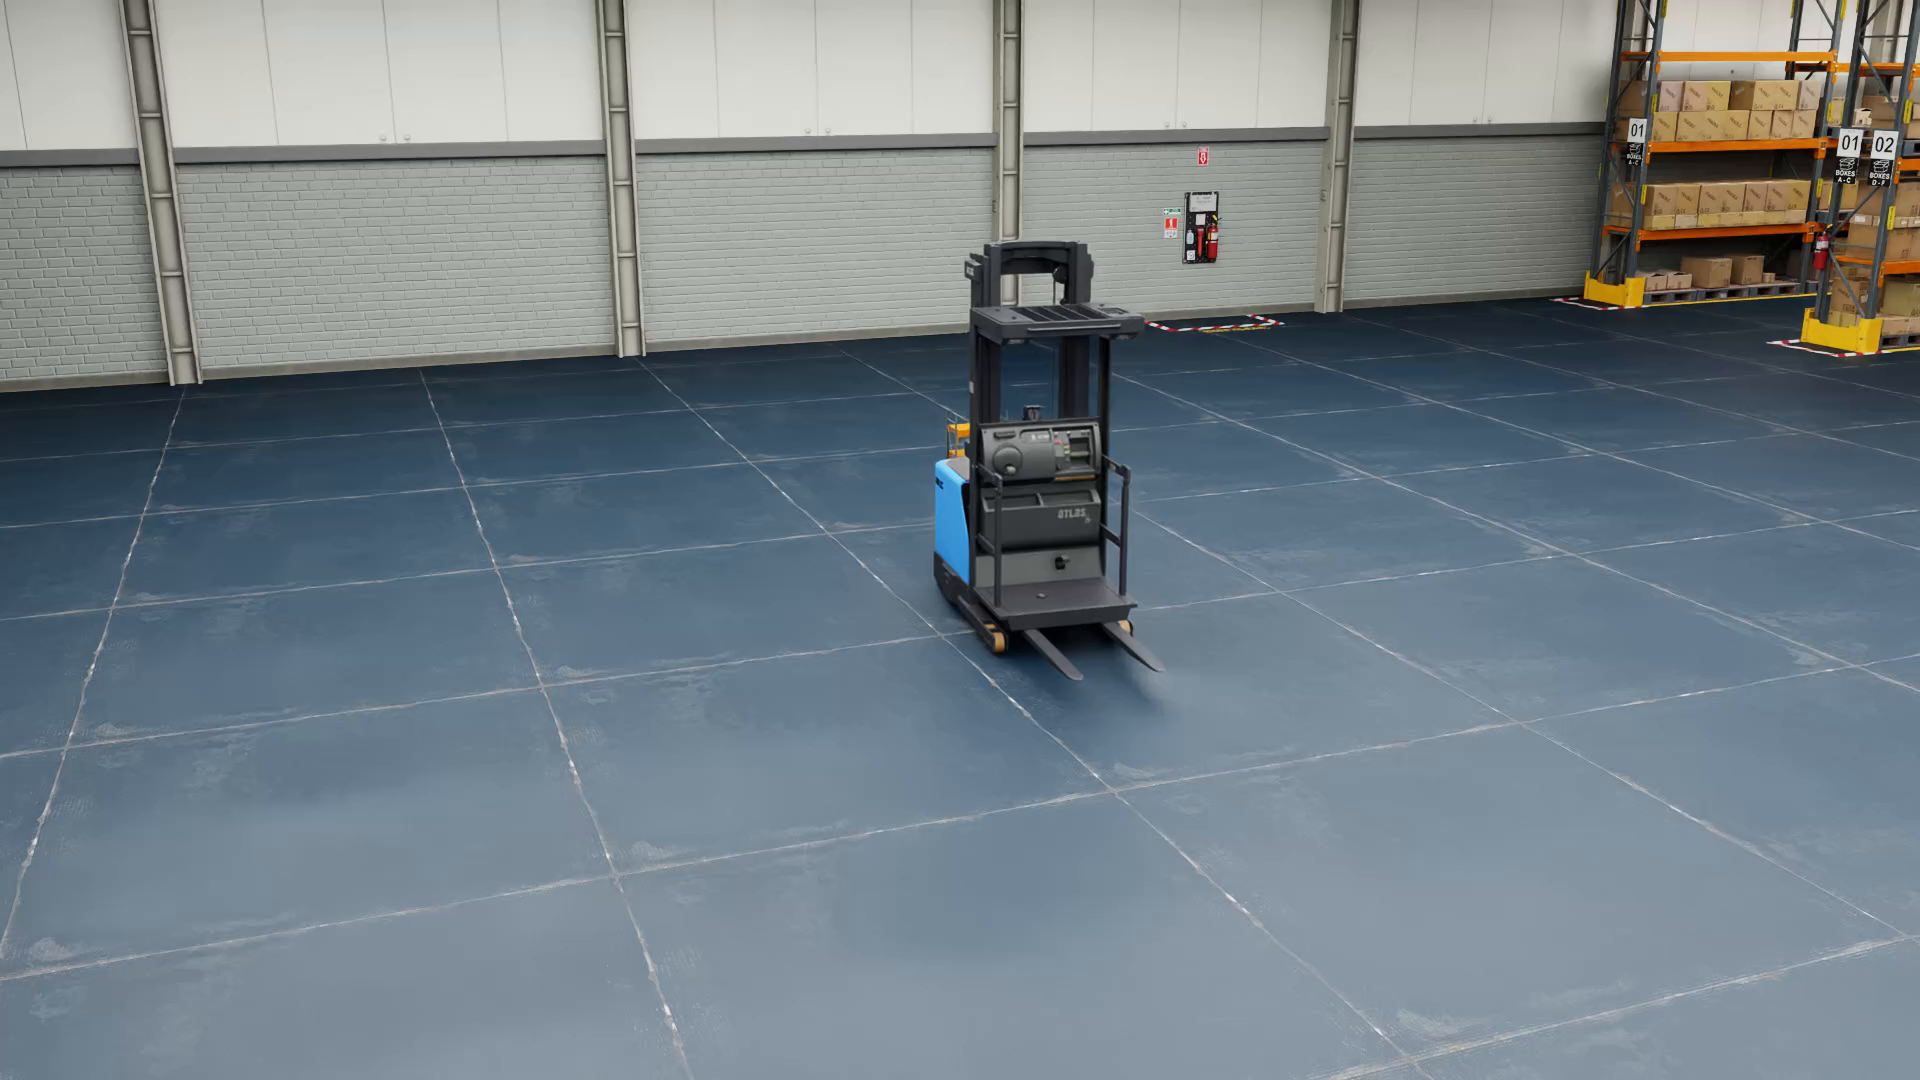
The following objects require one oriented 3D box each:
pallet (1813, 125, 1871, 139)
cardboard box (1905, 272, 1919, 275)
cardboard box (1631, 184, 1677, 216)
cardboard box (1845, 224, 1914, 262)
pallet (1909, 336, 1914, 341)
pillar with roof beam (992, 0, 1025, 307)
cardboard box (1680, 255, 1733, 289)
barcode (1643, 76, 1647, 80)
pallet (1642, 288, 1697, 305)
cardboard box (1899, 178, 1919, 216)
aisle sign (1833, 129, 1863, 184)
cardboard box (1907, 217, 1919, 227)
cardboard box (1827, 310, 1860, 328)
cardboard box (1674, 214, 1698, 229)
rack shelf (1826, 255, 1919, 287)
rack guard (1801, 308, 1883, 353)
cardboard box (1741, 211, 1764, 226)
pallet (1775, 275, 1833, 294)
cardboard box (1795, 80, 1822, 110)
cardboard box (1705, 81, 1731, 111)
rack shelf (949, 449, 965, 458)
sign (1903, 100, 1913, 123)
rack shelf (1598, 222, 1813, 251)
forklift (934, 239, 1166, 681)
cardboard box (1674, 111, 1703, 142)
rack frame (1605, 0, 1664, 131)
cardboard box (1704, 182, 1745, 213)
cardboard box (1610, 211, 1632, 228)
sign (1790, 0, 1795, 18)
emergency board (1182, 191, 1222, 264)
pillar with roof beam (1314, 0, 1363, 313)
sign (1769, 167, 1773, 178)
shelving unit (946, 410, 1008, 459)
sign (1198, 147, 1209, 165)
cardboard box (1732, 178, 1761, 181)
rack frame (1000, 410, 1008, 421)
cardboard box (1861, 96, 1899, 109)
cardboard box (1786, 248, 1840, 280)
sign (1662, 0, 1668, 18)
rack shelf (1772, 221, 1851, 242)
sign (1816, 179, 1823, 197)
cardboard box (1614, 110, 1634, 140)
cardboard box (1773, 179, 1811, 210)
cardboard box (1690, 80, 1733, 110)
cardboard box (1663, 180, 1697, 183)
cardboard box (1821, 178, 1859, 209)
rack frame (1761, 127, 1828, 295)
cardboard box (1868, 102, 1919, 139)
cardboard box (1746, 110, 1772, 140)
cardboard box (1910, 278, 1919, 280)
[{"bbox_3d":[15.953,-7.478,30.401,1.003,0.211,1.213,-6,17,-20],"label":"pallet"},{"bbox_3d":[15.169,-3.918,26.071,0.500,0.500,0.500,-6,17,-20],"label":"cardboard box"},{"bbox_3d":[12.156,-5.958,29.115,0.500,0.500,0.500,-6,17,-20],"label":"cardboard box"},{"bbox_3d":[13.820,-4.480,25.005,0.500,0.500,0.700,-6,17,-20],"label":"cardboard box"},{"bbox_3d":[15.216,-3.261,25.978,1.213,0.211,1.003,-6,17,-20],"label":"pallet"},{"bbox_3d":[2.282,-6.525,21.500,0.400,9.000,9.100,-6,17,-20],"label":"pillar with roof beam"},{"bbox_3d":[13.517,-4.867,30.157,0.500,0.500,0.700,-7,18,-24],"label":"cardboard box"},{"bbox_3d":[12.087,-8.149,29.337,0.075,0.075,0.001,-6,17,-20],"label":"barcode"},{"bbox_3d":[12.445,-4.434,29.973,1.213,0.211,1.003,-6,17,-20],"label":"pallet"},{"bbox_3d":[14.358,-5.162,25.026,0.500,0.500,0.700,-7,18,-22],"label":"cardboard box"},{"bbox_3d":[13.213,-5.706,24.745,0.004,0.787,0.394,-6,17,-20],"label":"aisle sign"},{"bbox_3d":[14.068,-4.758,24.800,0.250,0.149,0.380,-7,18,-22],"label":"cardboard box"},{"bbox_3d":[13.774,-3.402,25.647,0.500,0.250,0.500,-6,17,-20],"label":"cardboard box"},{"bbox_3d":[12.652,-5.651,29.400,0.500,0.250,0.500,-7,18,-22],"label":"cardboard box"},{"bbox_3d":[15.247,-4.245,25.658,4.000,0.370,1.077,-6,17,-20],"label":"rack shelf"},{"bbox_3d":[13.357,-3.187,25.214,0.348,0.500,1.175,-6,17,-20],"label":"rack guard"},{"bbox_3d":[14.072,-5.802,29.915,0.500,0.250,0.500,-6,17,-20],"label":"cardboard box"},{"bbox_3d":[16.065,-4.836,31.342,1.213,0.211,1.003,-6,17,-20],"label":"pallet"},{"bbox_3d":[14.967,-7.949,29.685,0.500,0.500,0.500,-8,18,-25],"label":"cardboard box"},{"bbox_3d":[13.011,-7.735,28.954,0.500,0.500,0.500,-6,17,-19],"label":"cardboard box"},{"bbox_3d":[0.155,-0.742,15.094,0.480,0.148,0.258,-6,17,-20],"label":"rack shelf"},{"bbox_3d":[13.572,-6.138,23.814,0.005,0.325,0.100,-6,17,-20],"label":"sign"},{"bbox_3d":[13.471,-5.548,30.095,4.000,0.370,1.077,-6,17,-20],"label":"rack shelf"},{"bbox_3d":[0.677,-0.680,12.365,1.130,2.935,3.031,-5,17,-15],"label":"forklift"},{"bbox_3d":[12.519,-7.201,28.911,0.500,0.500,0.500,-5,17,-16],"label":"cardboard box"},{"bbox_3d":[11.603,-8.570,28.462,0.127,3.000,1.000,-6,17,-20],"label":"rack frame"},{"bbox_3d":[13.584,-6.111,29.635,0.500,0.500,0.500,-6,17,-18],"label":"cardboard box"},{"bbox_3d":[11.970,-5.727,29.660,0.500,0.250,0.500,-6,17,-19],"label":"cardboard box"},{"bbox_3d":[15.134,-9.643,30.177,0.005,0.325,0.100,-6,17,-20],"label":"sign"},{"bbox_3d":[4.023,-5.145,27.448,0.643,1.169,0.194,-6,17,-20],"label":"emergency board"},{"bbox_3d":[7.885,-7.130,23.560,0.400,9.000,9.100,-6,17,-20],"label":"pillar with roof beam"},{"bbox_3d":[15.136,-6.796,31.013,0.005,0.325,0.100,-6,17,-20],"label":"sign"},{"bbox_3d":[0.155,-0.592,15.138,0.503,1.200,0.258,-6,17,-20],"label":"shelving unit"},{"bbox_3d":[3.980,-6.283,27.208,0.199,0.298,0.001,-6,17,-20],"label":"sign"},{"bbox_3d":[14.340,-6.348,30.445,0.500,0.500,0.500,-6,17,-20],"label":"cardboard box"},{"bbox_3d":[0.382,-0.617,15.222,0.015,1.200,0.240,-6,17,-20],"label":"rack frame"},{"bbox_3d":[17.029,-7.942,30.724,0.500,0.500,0.500,-7,18,-22],"label":"cardboard box"},{"bbox_3d":[16.020,-5.185,31.238,0.500,0.500,0.700,-6,17,-18],"label":"cardboard box"},{"bbox_3d":[11.797,-8.913,27.833,0.005,0.325,0.100,-6,17,-20],"label":"sign"},{"bbox_3d":[17.206,-5.951,31.469,4.000,0.370,1.077,-6,17,-20],"label":"rack shelf"},{"bbox_3d":[15.540,-6.368,30.075,0.005,0.325,0.100,-6,17,-20],"label":"sign"},{"bbox_3d":[11.902,-7.297,29.238,0.500,0.500,0.500,-5,17,-16],"label":"cardboard box"},{"bbox_3d":[15.007,-6.263,30.154,0.500,0.500,0.500,-6,17,-20],"label":"cardboard box"},{"bbox_3d":[13.358,-7.931,29.622,0.500,0.500,0.500,-6,17,-20],"label":"cardboard box"},{"bbox_3d":[12.922,-6.194,29.918,0.500,0.500,0.500,-7,18,-22],"label":"cardboard box"},{"bbox_3d":[16.350,-6.450,30.934,0.500,0.500,0.700,-4,17,-14],"label":"cardboard box"},{"bbox_3d":[15.338,-6.095,30.681,0.127,3.000,1.000,-6,17,-20],"label":"rack frame"},{"bbox_3d":[13.917,-6.203,24.548,0.637,0.503,0.797,-5,17,-16],"label":"cardboard box"},{"bbox_3d":[13.974,-7.362,29.460,0.500,0.500,0.500,-7,18,-22],"label":"cardboard box"},{"bbox_3d":[14.888,-3.731,25.434,0.500,0.500,0.500,-6,17,-20],"label":"cardboard box"}]
